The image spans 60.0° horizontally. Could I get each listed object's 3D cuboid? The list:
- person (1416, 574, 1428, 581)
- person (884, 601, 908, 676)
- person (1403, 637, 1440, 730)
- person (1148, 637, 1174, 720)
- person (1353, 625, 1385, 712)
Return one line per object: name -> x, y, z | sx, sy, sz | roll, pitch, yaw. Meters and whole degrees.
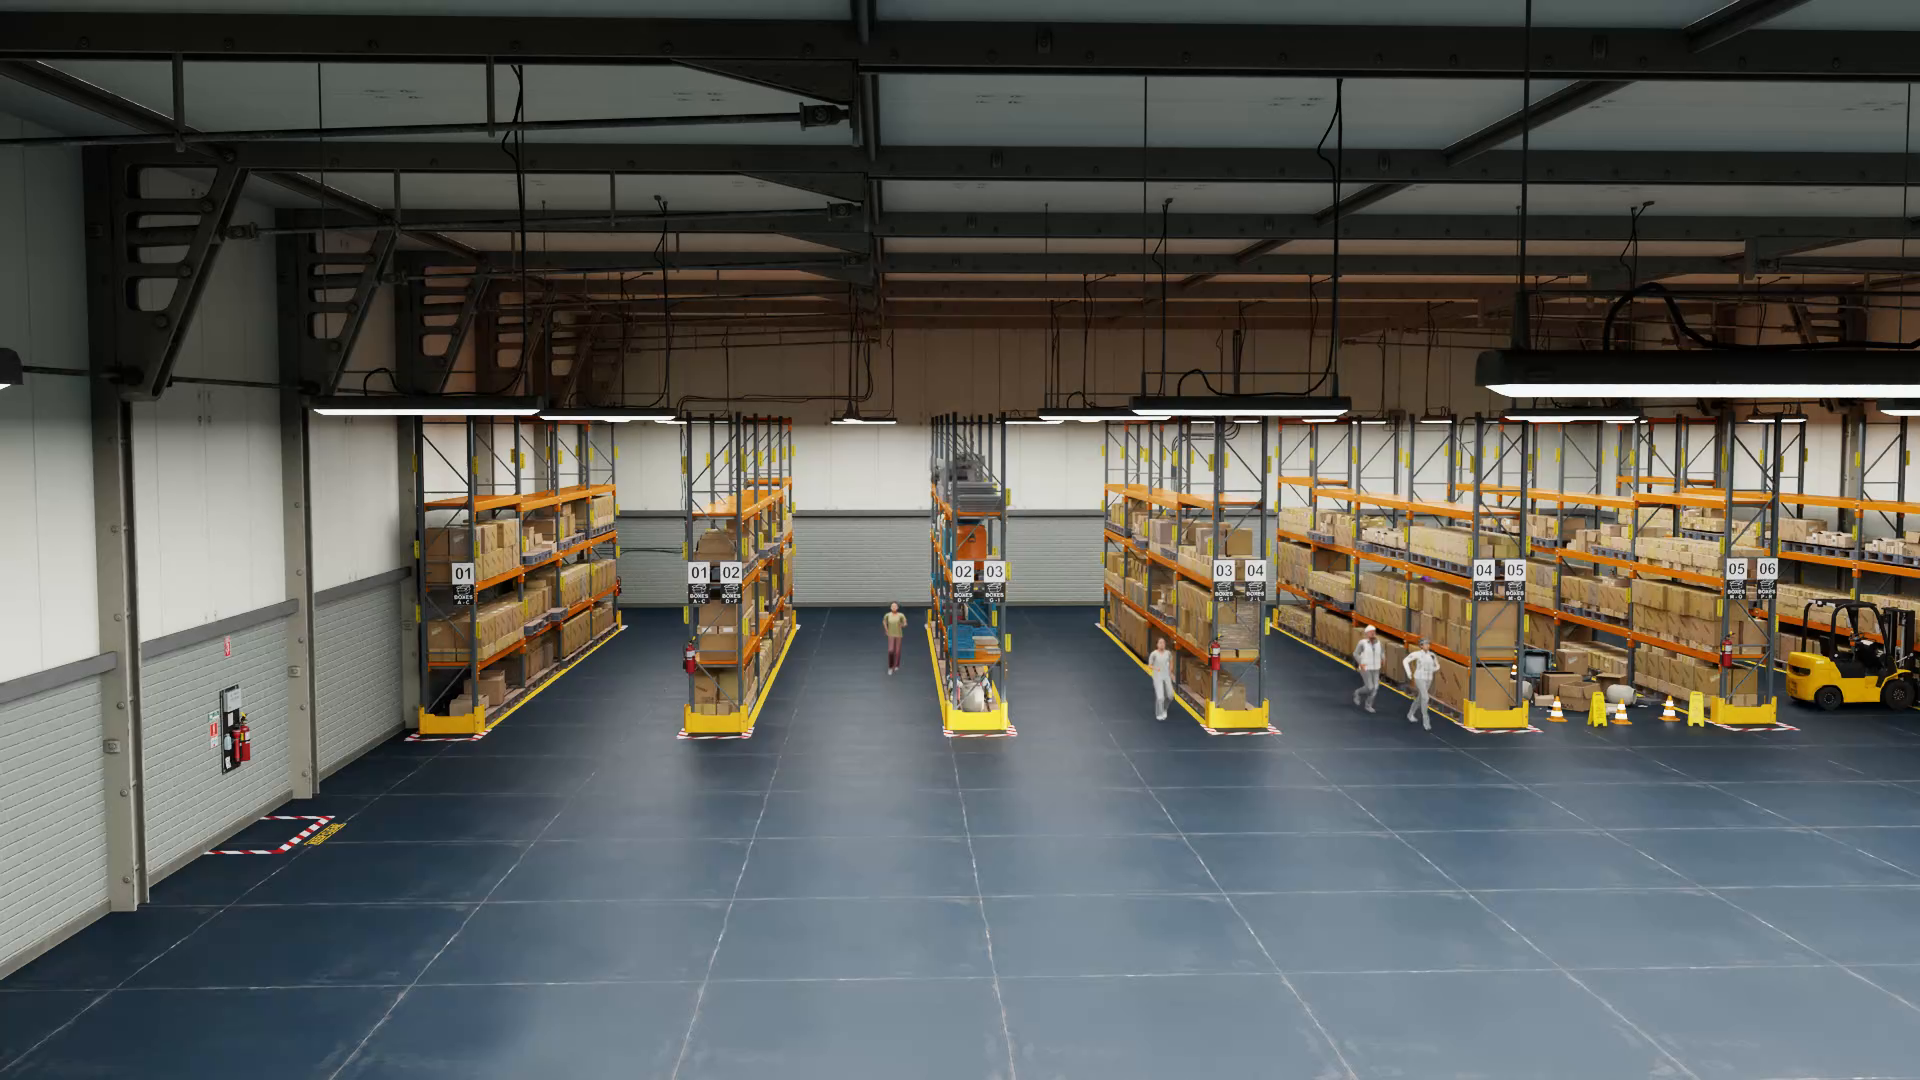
person -> 13.673, 1.521, 49.340 | 0.608, 1.695, 0.742 | 0, 4, 1
person -> -1.493, 2.272, 38.502 | 0.567, 1.712, 0.700 | 0, 4, 0
person -> 8.873, 2.716, 31.823 | 0.646, 1.748, 0.769 | -2, 4, -28
person -> 3.938, 2.699, 32.286 | 0.554, 1.627, 0.548 | -1, 4, -11
person -> 8.272, 2.583, 33.505 | 0.656, 1.746, 0.627 | -1, 4, -14
